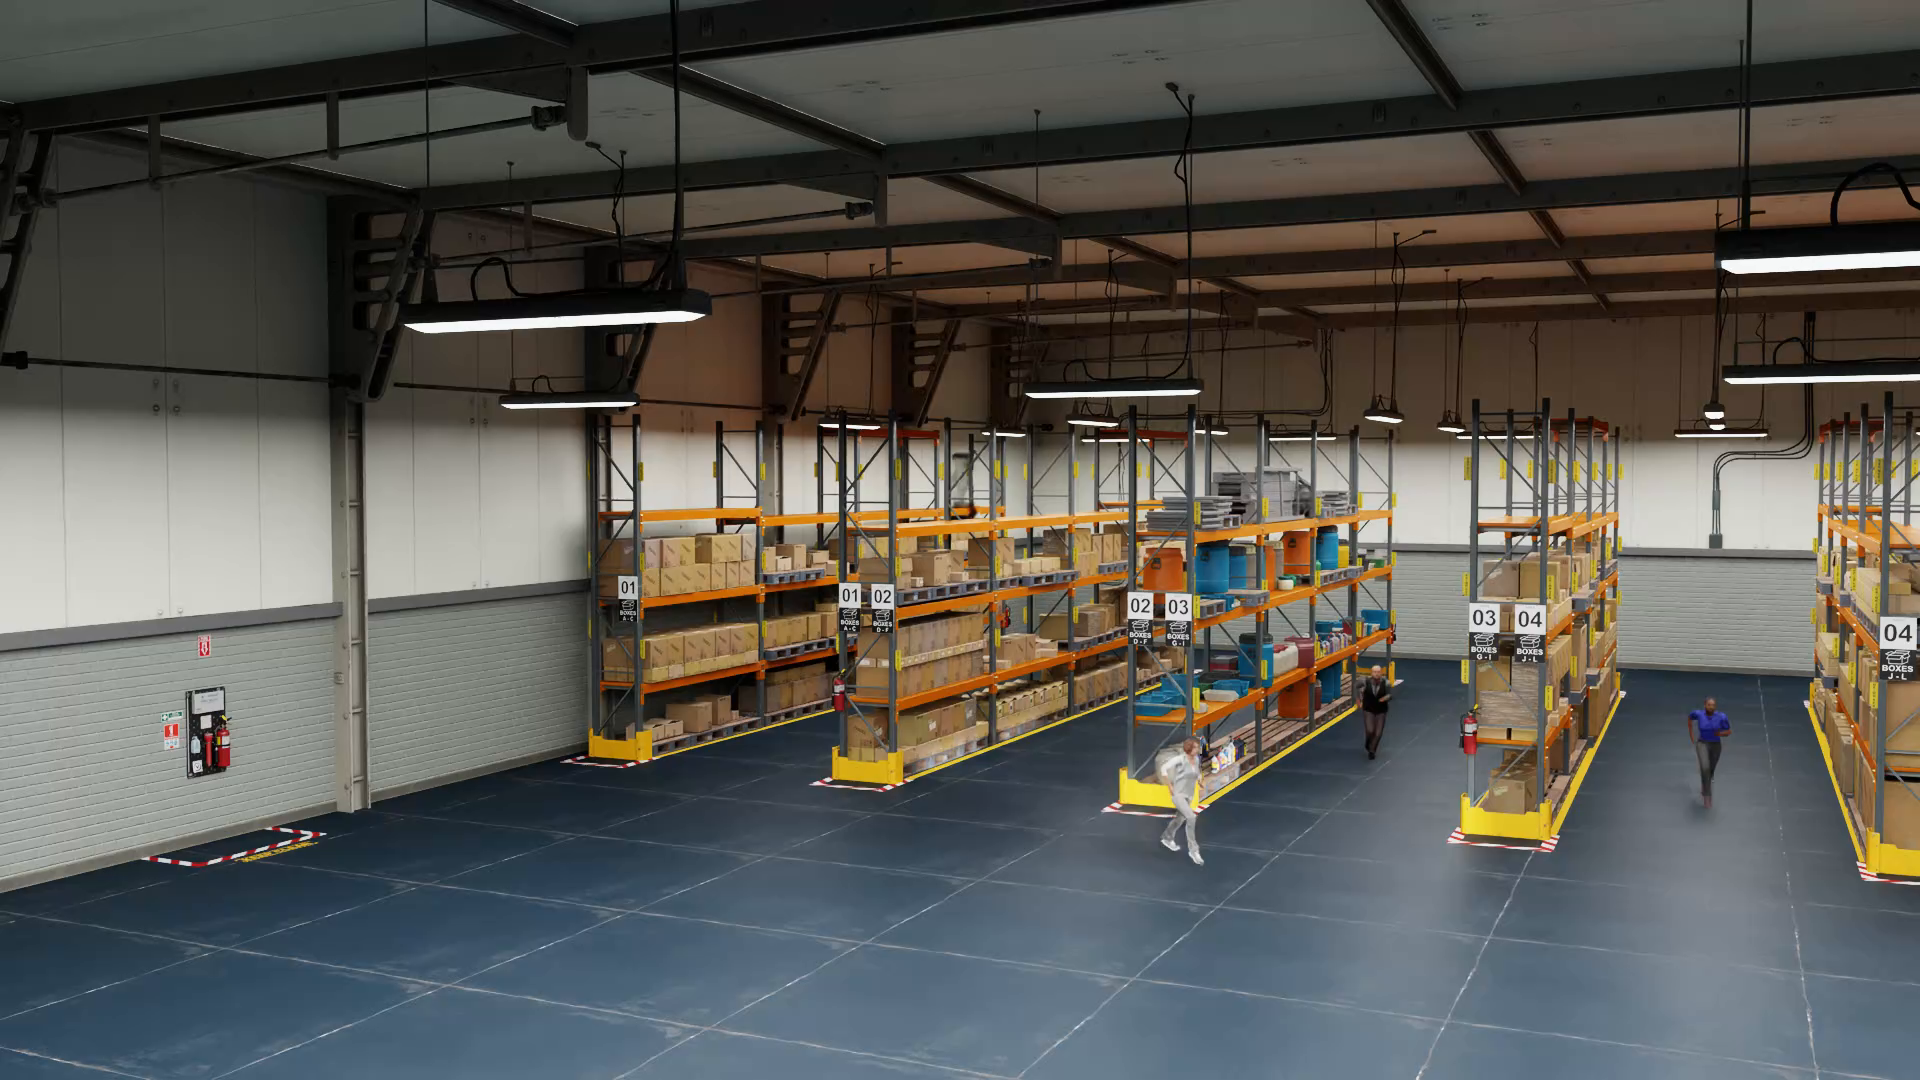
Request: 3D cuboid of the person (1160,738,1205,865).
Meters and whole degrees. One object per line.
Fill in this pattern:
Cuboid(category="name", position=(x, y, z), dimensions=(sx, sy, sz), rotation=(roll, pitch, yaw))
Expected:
Cuboid(category="person", position=(2.856, 3.345, 21.462), dimensions=(0.566, 1.557, 0.841), rotation=(-2, 3, -37))

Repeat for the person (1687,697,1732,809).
Cuboid(category="person", position=(11.291, 3.169, 25.094), dimensions=(0.576, 1.667, 0.928), rotation=(1, 2, 14))

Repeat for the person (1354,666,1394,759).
Cuboid(category="person", position=(7.179, 2.996, 28.816), dimensions=(0.645, 1.647, 0.735), rotation=(0, 2, 6))
